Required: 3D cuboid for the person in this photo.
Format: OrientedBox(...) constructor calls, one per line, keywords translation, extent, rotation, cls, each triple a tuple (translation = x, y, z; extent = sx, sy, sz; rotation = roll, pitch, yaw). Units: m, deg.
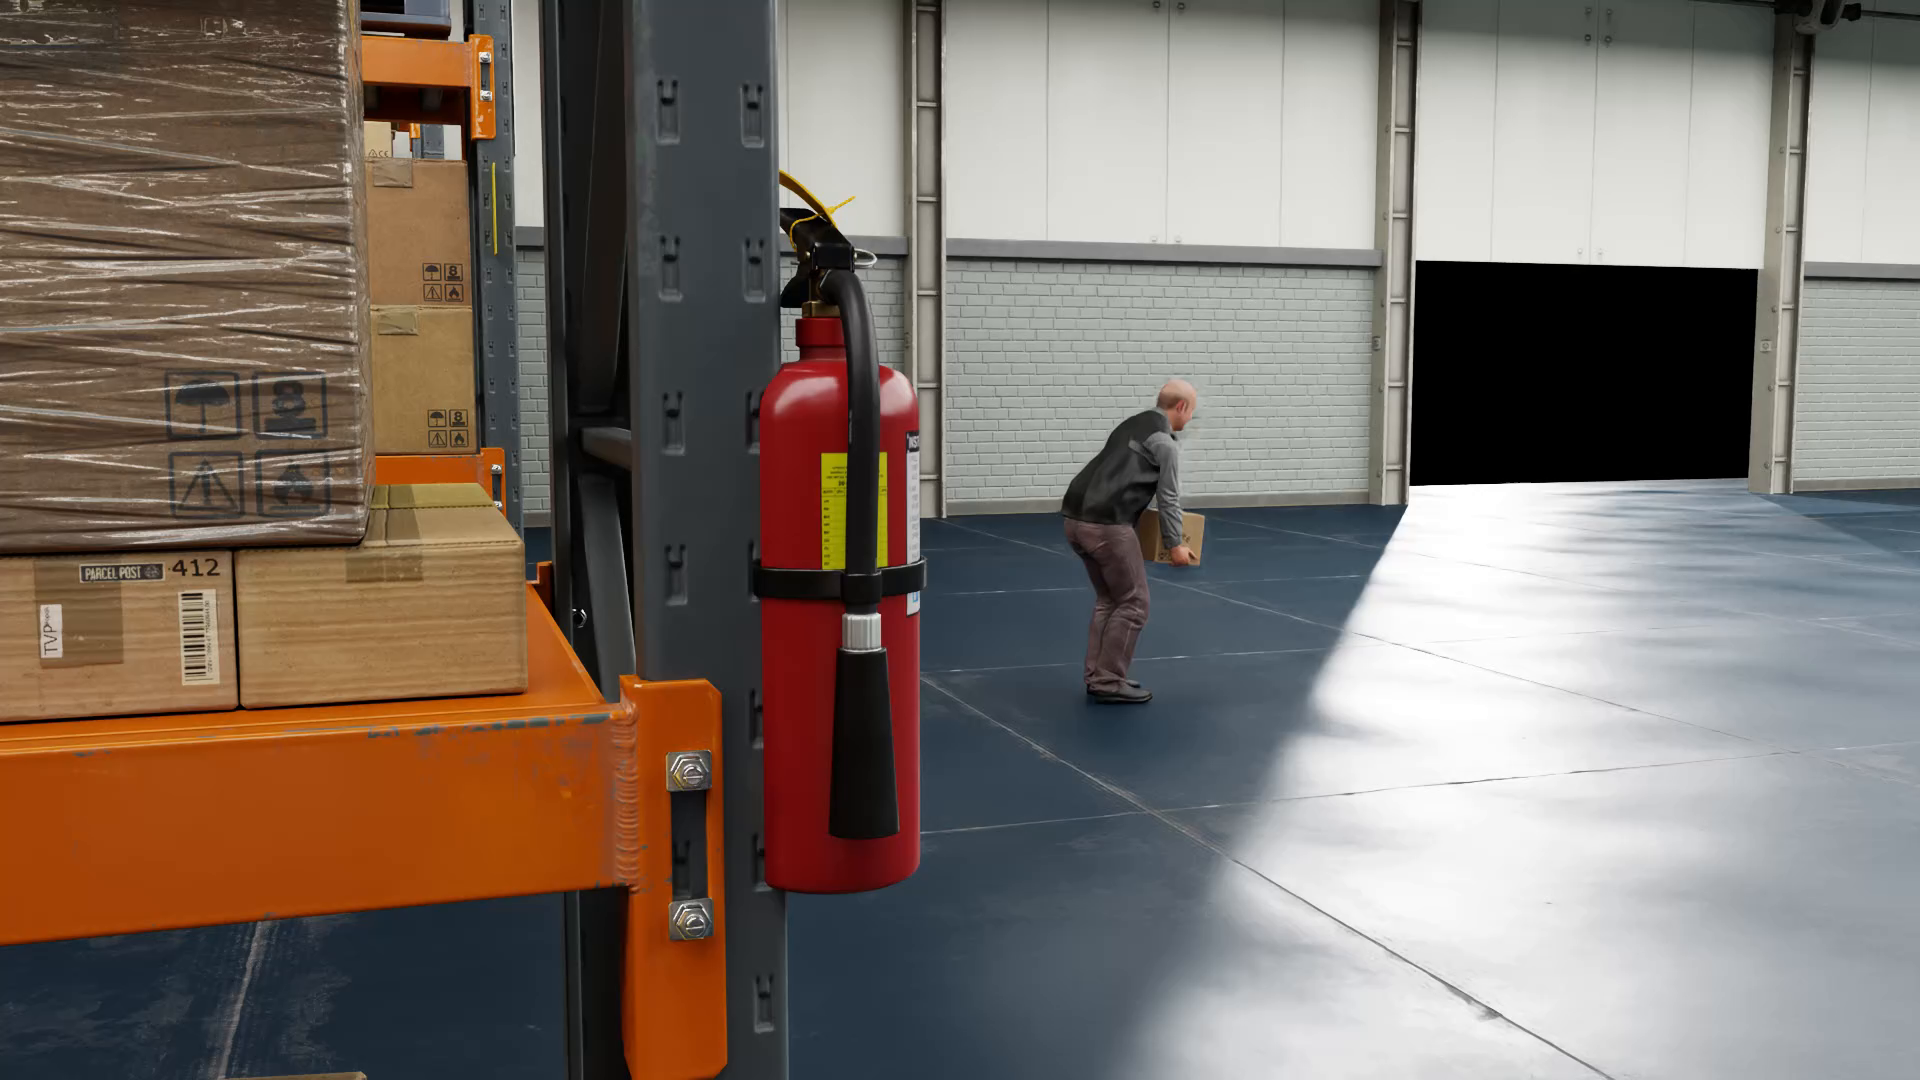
OrientedBox(translation=(0.850, -0.004, 8.244), extent=(0.699, 1.576, 0.474), rotation=(-2, 6, -20), cls="person")
